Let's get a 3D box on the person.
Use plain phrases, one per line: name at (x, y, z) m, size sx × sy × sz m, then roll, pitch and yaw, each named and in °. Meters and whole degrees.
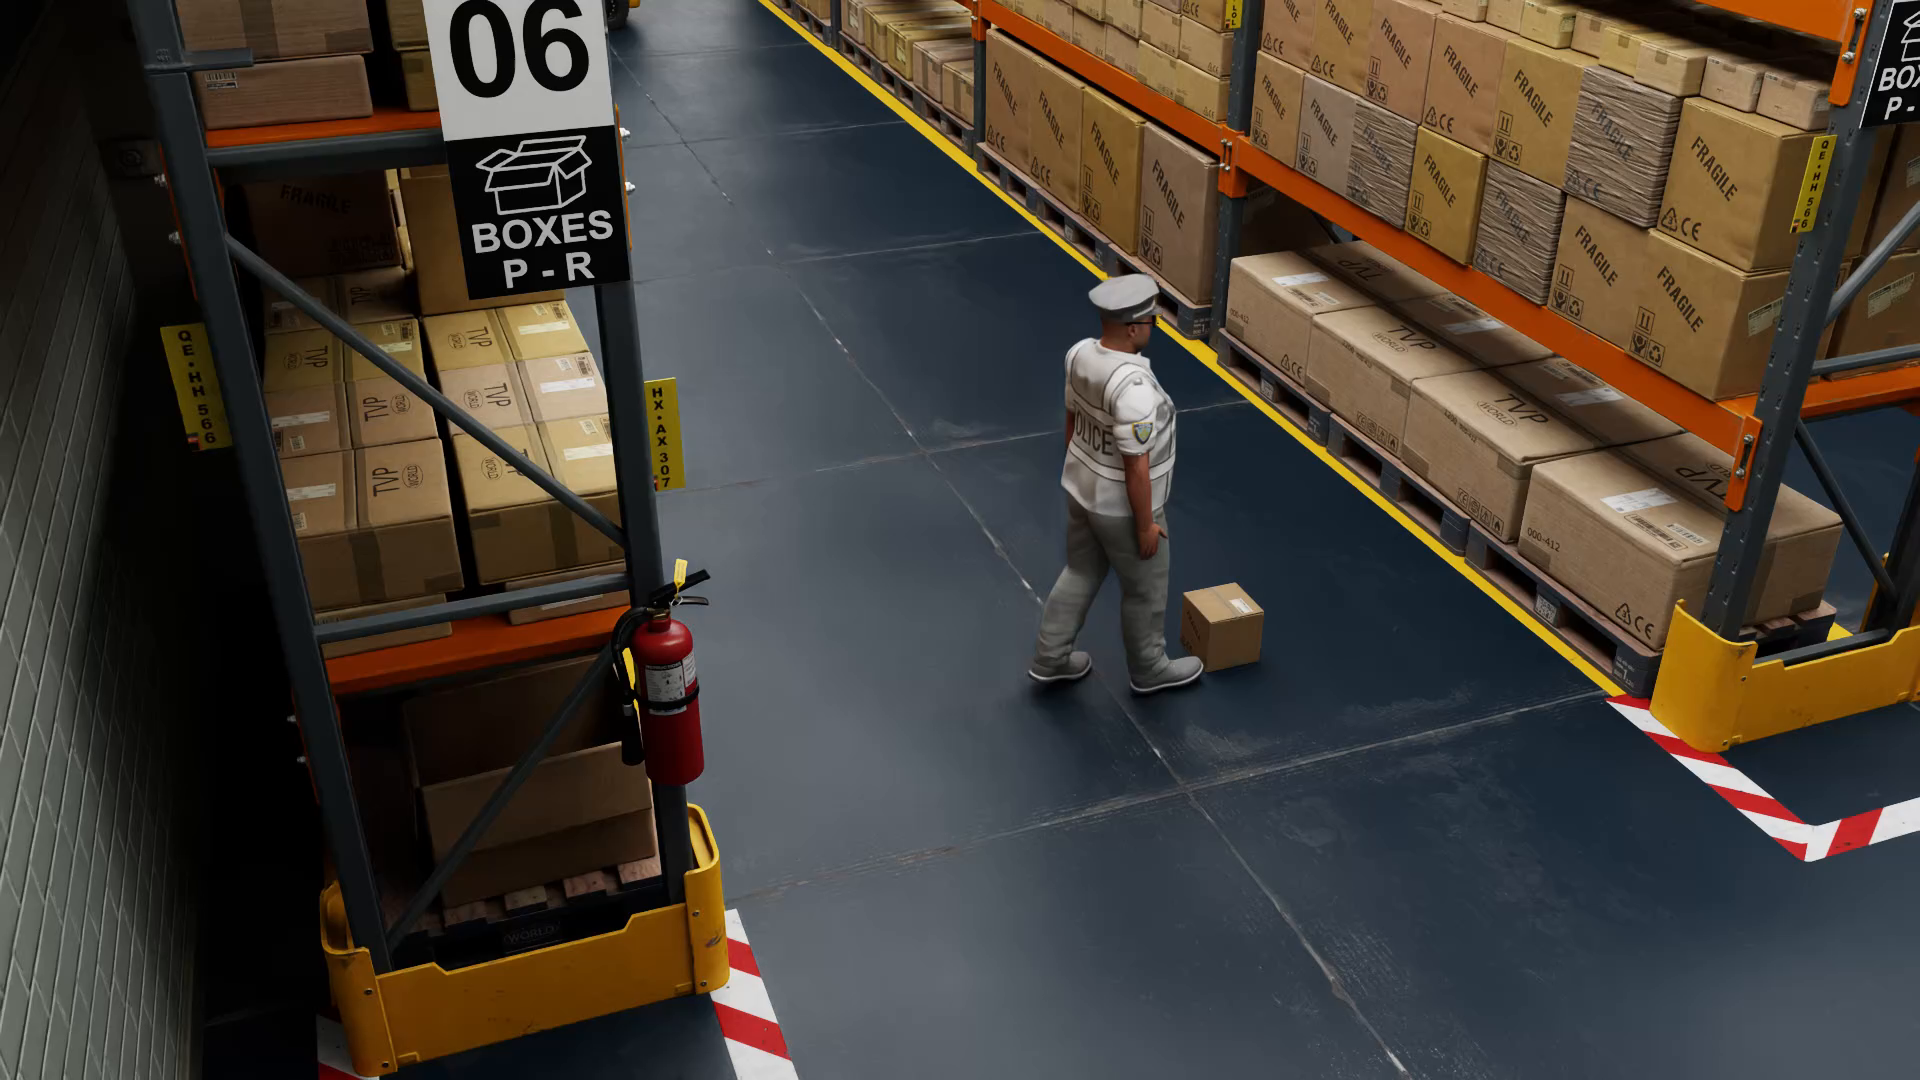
person at (0.639, -0.180, 6.416) m, size 0.701 × 1.760 × 0.550 m, roll -13°, pitch 32°, yaw -22°
